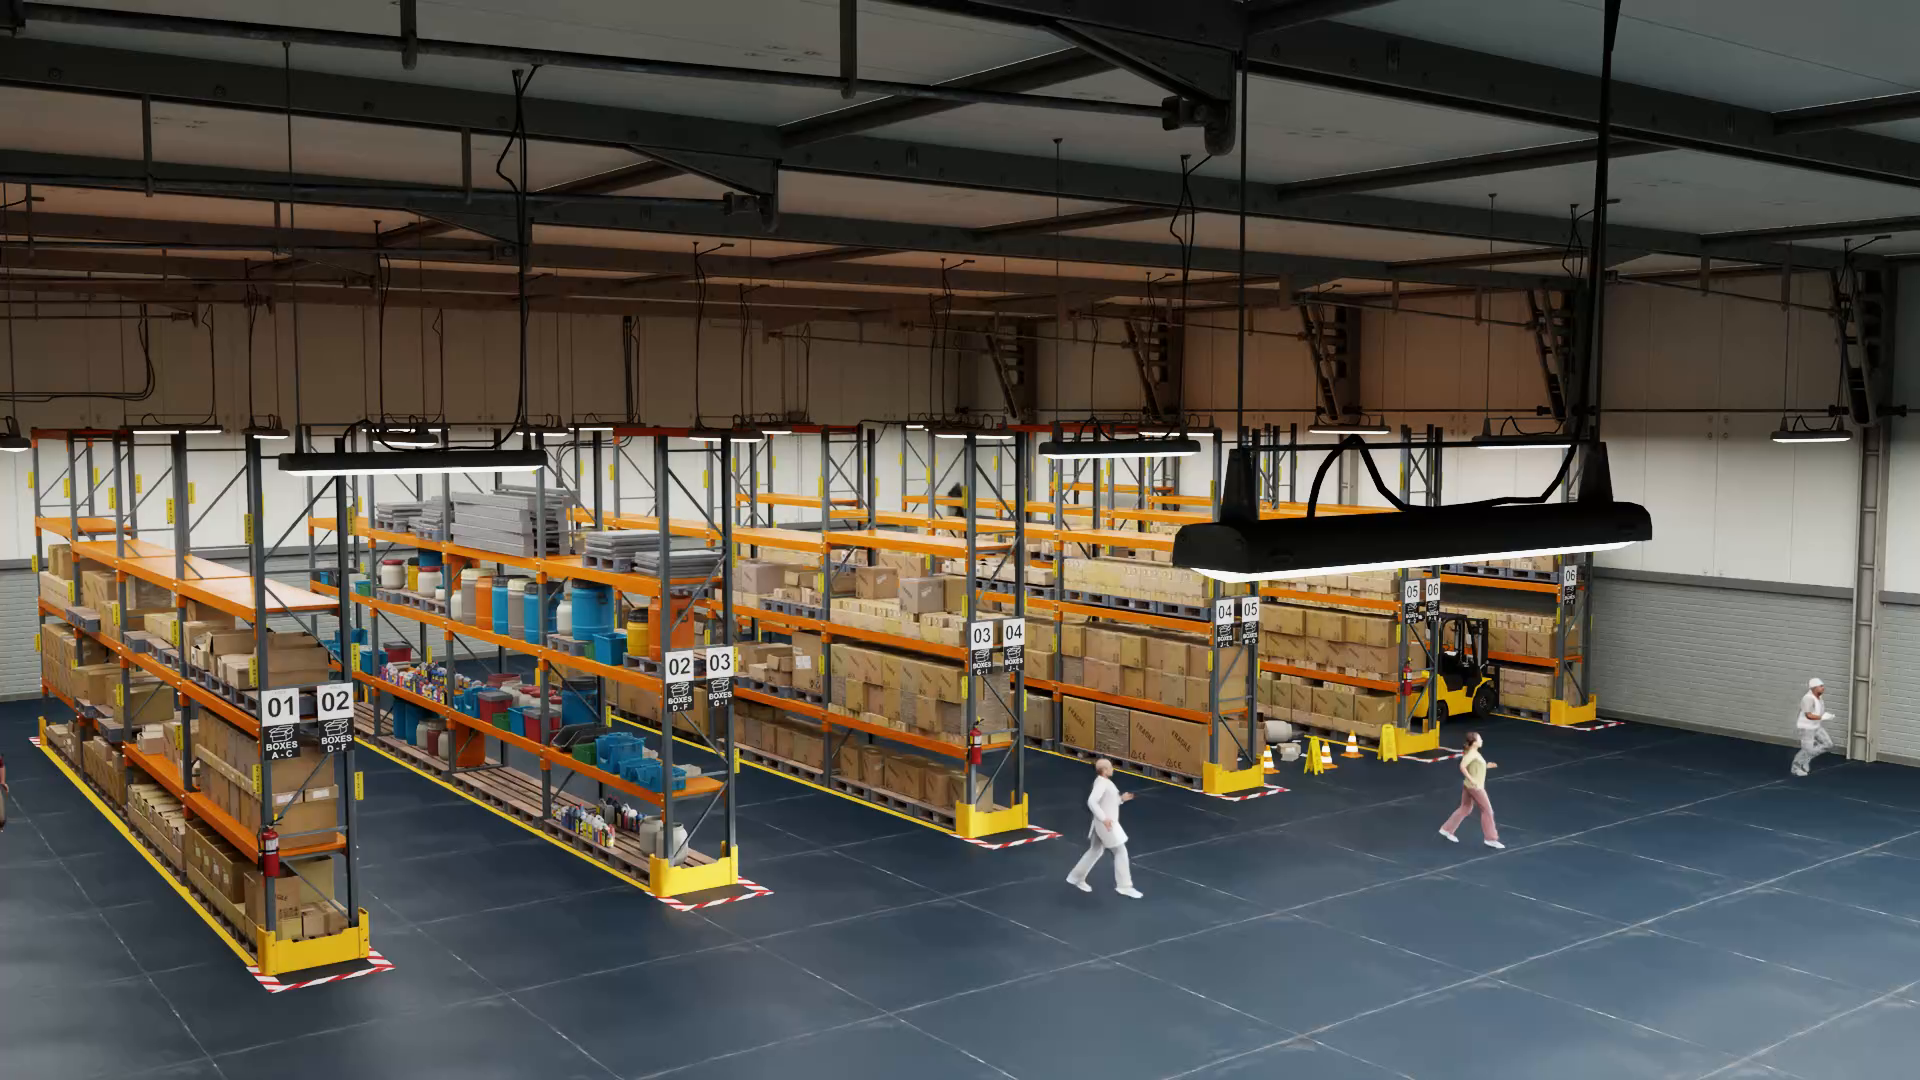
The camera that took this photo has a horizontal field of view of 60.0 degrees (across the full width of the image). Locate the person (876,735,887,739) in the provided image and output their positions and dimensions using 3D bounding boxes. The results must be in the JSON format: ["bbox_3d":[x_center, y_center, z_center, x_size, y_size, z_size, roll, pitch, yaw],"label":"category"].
[{"bbox_3d":[-1.474,3.016,32.018,0.615,1.649,0.643,-4,6,-43],"label":"person"}]

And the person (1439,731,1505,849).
[{"bbox_3d":[7.395,3.591,23.970,0.922,1.685,0.563,0,4,3],"label":"person"}]

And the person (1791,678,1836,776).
[{"bbox_3d":[14.638,3.214,28.500,0.726,1.723,0.728,-4,6,-43],"label":"person"}]

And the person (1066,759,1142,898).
[{"bbox_3d":[1.869,3.731,21.532,0.983,1.812,0.689,-1,5,-9],"label":"person"}]

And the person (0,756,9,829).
[{"bbox_3d":[-13.795,3.635,23.570,0.607,1.682,0.651,4,6,43],"label":"person"}]
